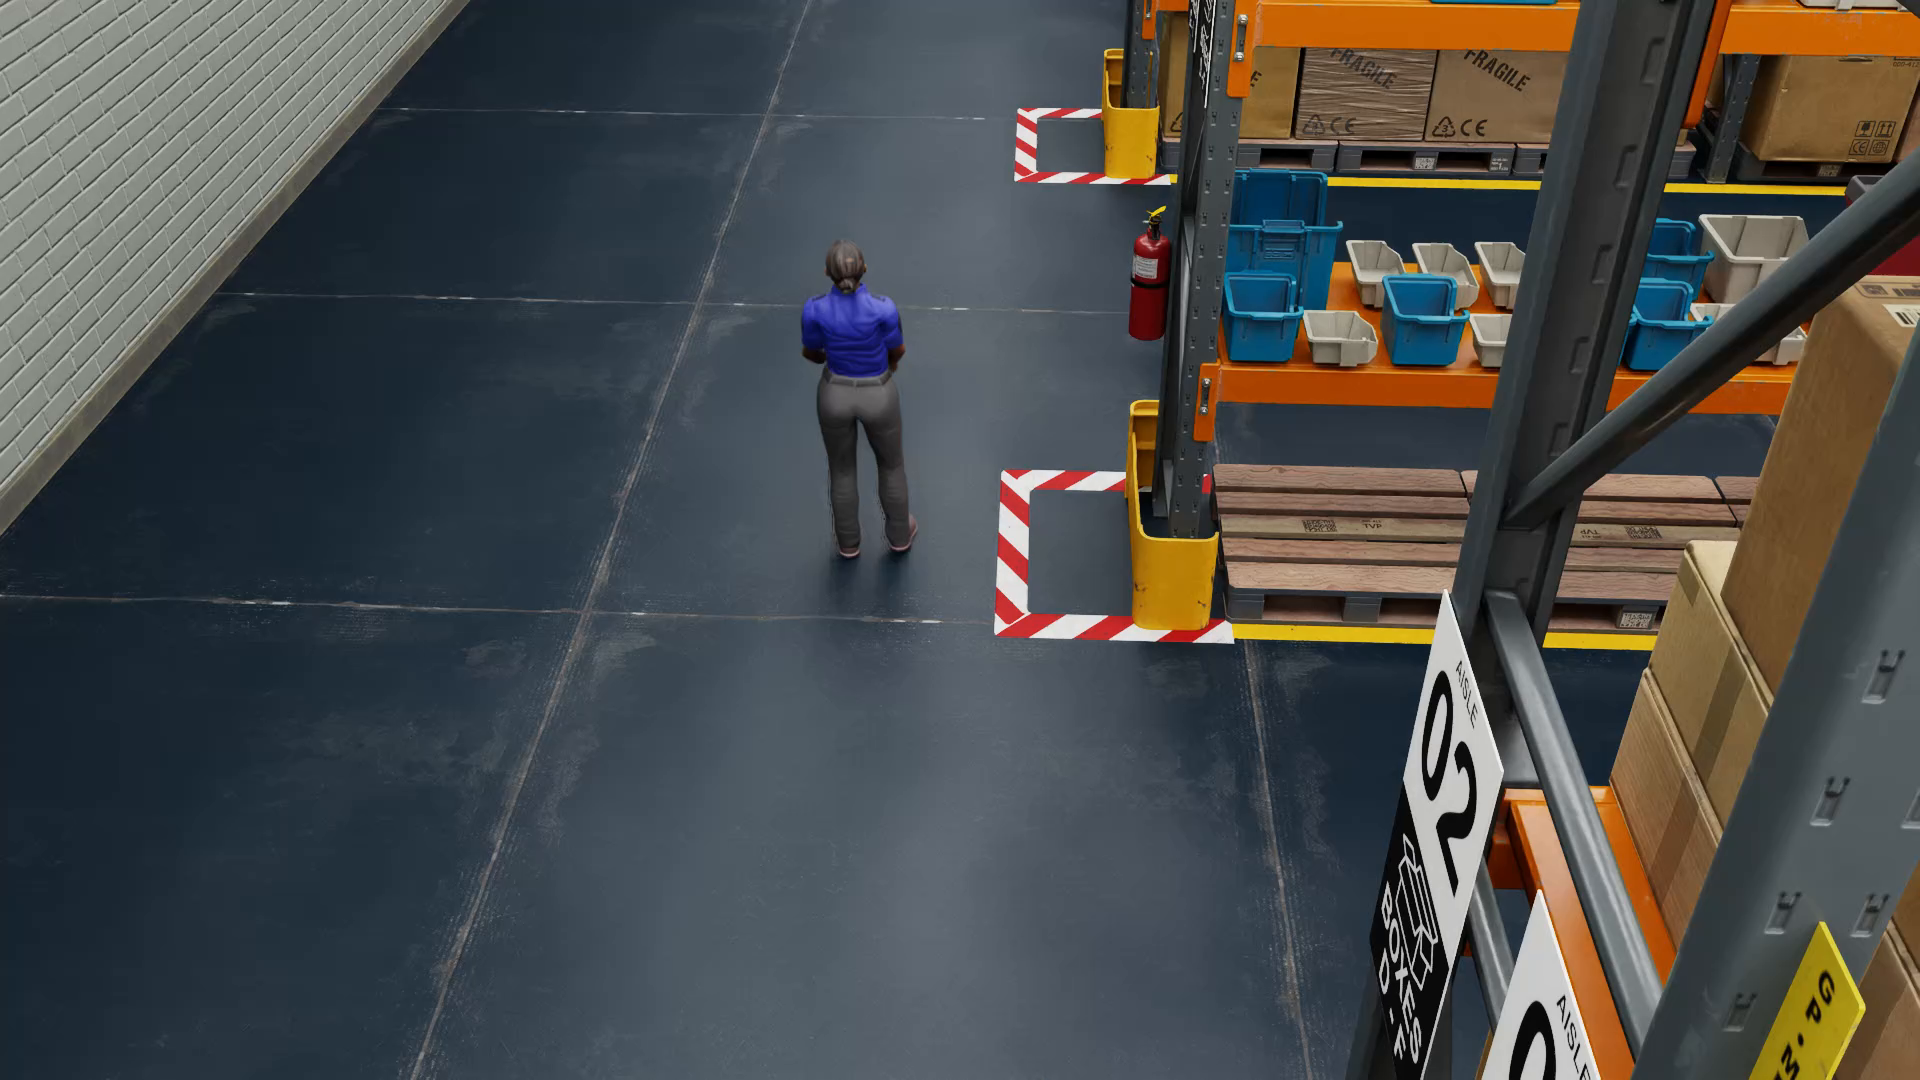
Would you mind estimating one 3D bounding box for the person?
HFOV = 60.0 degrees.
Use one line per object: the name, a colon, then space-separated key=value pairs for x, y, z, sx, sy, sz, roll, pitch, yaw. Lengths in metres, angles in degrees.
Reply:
person: x=-0.456 y=-0.659 z=7.561 sx=0.488 sy=1.658 sz=0.488 roll=1 pitch=36 yaw=2
